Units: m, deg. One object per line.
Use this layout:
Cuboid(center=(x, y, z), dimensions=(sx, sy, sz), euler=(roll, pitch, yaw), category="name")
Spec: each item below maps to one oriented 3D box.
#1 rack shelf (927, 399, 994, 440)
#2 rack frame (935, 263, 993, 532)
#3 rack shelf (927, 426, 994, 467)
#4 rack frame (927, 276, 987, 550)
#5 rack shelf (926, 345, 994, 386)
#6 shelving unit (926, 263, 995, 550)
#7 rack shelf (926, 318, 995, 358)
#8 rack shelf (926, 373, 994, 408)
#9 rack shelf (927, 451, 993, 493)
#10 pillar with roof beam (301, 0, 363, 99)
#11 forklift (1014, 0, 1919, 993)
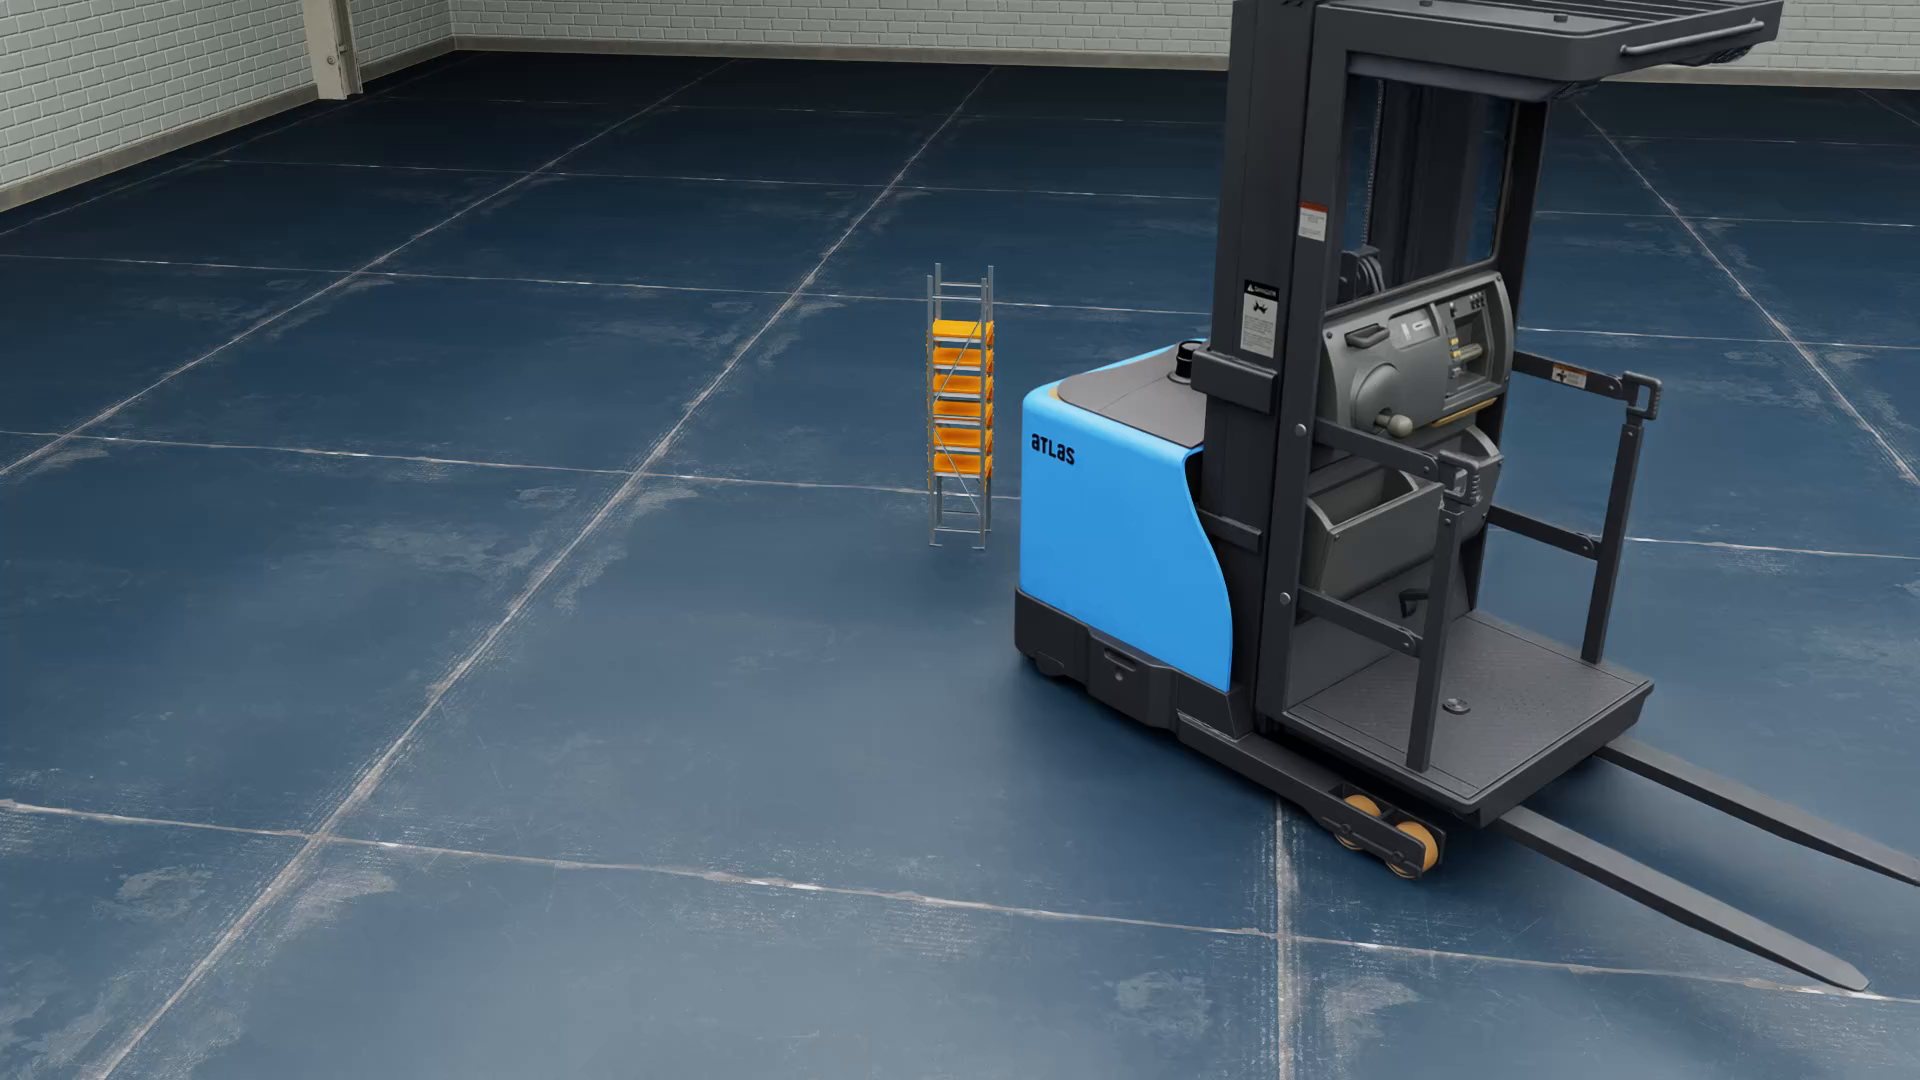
Cuboid(center=(0.002, -0.509, 7.027), dimensions=(0.258, 0.103, 0.180), euler=(4, 25, 9), category="rack shelf")
Cuboid(center=(0.017, -0.588, 7.090), dimensions=(0.240, 1.200, 0.006), euler=(4, 25, 9), category="rack frame")
Cuboid(center=(0.002, -0.401, 7.078), dimensions=(0.258, 0.103, 0.180), euler=(4, 25, 9), category="rack shelf")
Cuboid(center=(-0.013, -0.511, 6.927), dimensions=(0.240, 1.200, 0.006), euler=(4, 25, 9), category="rack frame")
Cuboid(center=(0.002, -0.727, 6.926), dimensions=(0.258, 0.103, 0.180), euler=(4, 25, 9), category="rack shelf")
Cuboid(center=(0.002, -0.549, 7.009), dimensions=(0.258, 1.200, 0.189), euler=(4, 25, 9), category="shelving unit")
Cuboid(center=(0.002, -0.835, 6.875), dimensions=(0.258, 0.103, 0.180), euler=(4, 25, 9), category="rack shelf")
Cuboid(center=(0.002, -0.618, 6.977), dimensions=(0.258, 0.103, 0.180), euler=(4, 25, 9), category="rack shelf")
Cuboid(center=(0.002, -0.292, 7.129), dimensions=(0.258, 0.103, 0.180), euler=(4, 25, 9), category="rack shelf")
Cuboid(center=(-2.056, -8.296, 14.360), dimensions=(9.100, 9.000, 0.400), euler=(4, 25, 9), category="pillar with roof beam")
Cuboid(center=(1.555, -0.545, 4.956), dimensions=(1.130, 2.935, 3.031), euler=(-20, 32, -37), category="forklift")
